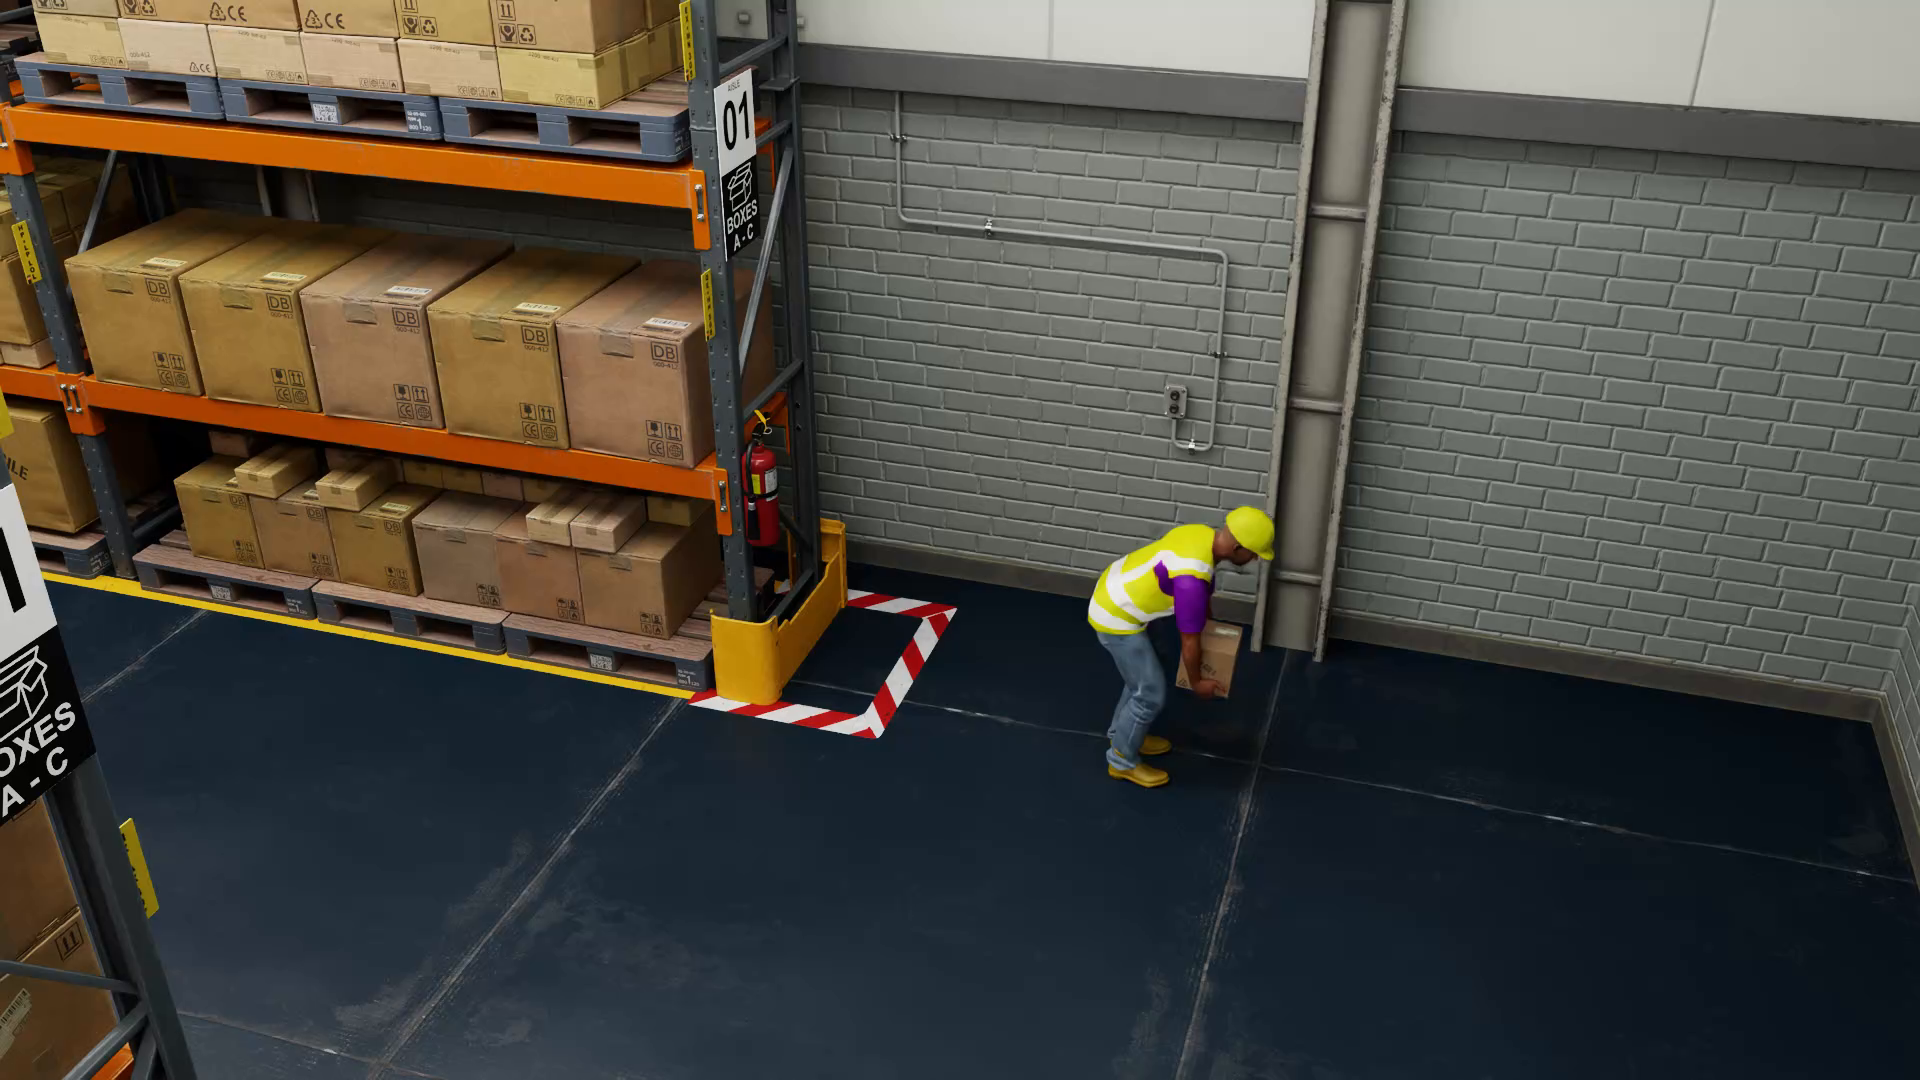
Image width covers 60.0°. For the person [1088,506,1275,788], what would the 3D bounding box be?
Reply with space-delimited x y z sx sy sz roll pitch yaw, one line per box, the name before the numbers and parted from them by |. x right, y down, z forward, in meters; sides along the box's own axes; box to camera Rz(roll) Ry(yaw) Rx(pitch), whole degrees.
person | 1.026 0.473 7.905 0.831 1.499 0.487 8 30 14
